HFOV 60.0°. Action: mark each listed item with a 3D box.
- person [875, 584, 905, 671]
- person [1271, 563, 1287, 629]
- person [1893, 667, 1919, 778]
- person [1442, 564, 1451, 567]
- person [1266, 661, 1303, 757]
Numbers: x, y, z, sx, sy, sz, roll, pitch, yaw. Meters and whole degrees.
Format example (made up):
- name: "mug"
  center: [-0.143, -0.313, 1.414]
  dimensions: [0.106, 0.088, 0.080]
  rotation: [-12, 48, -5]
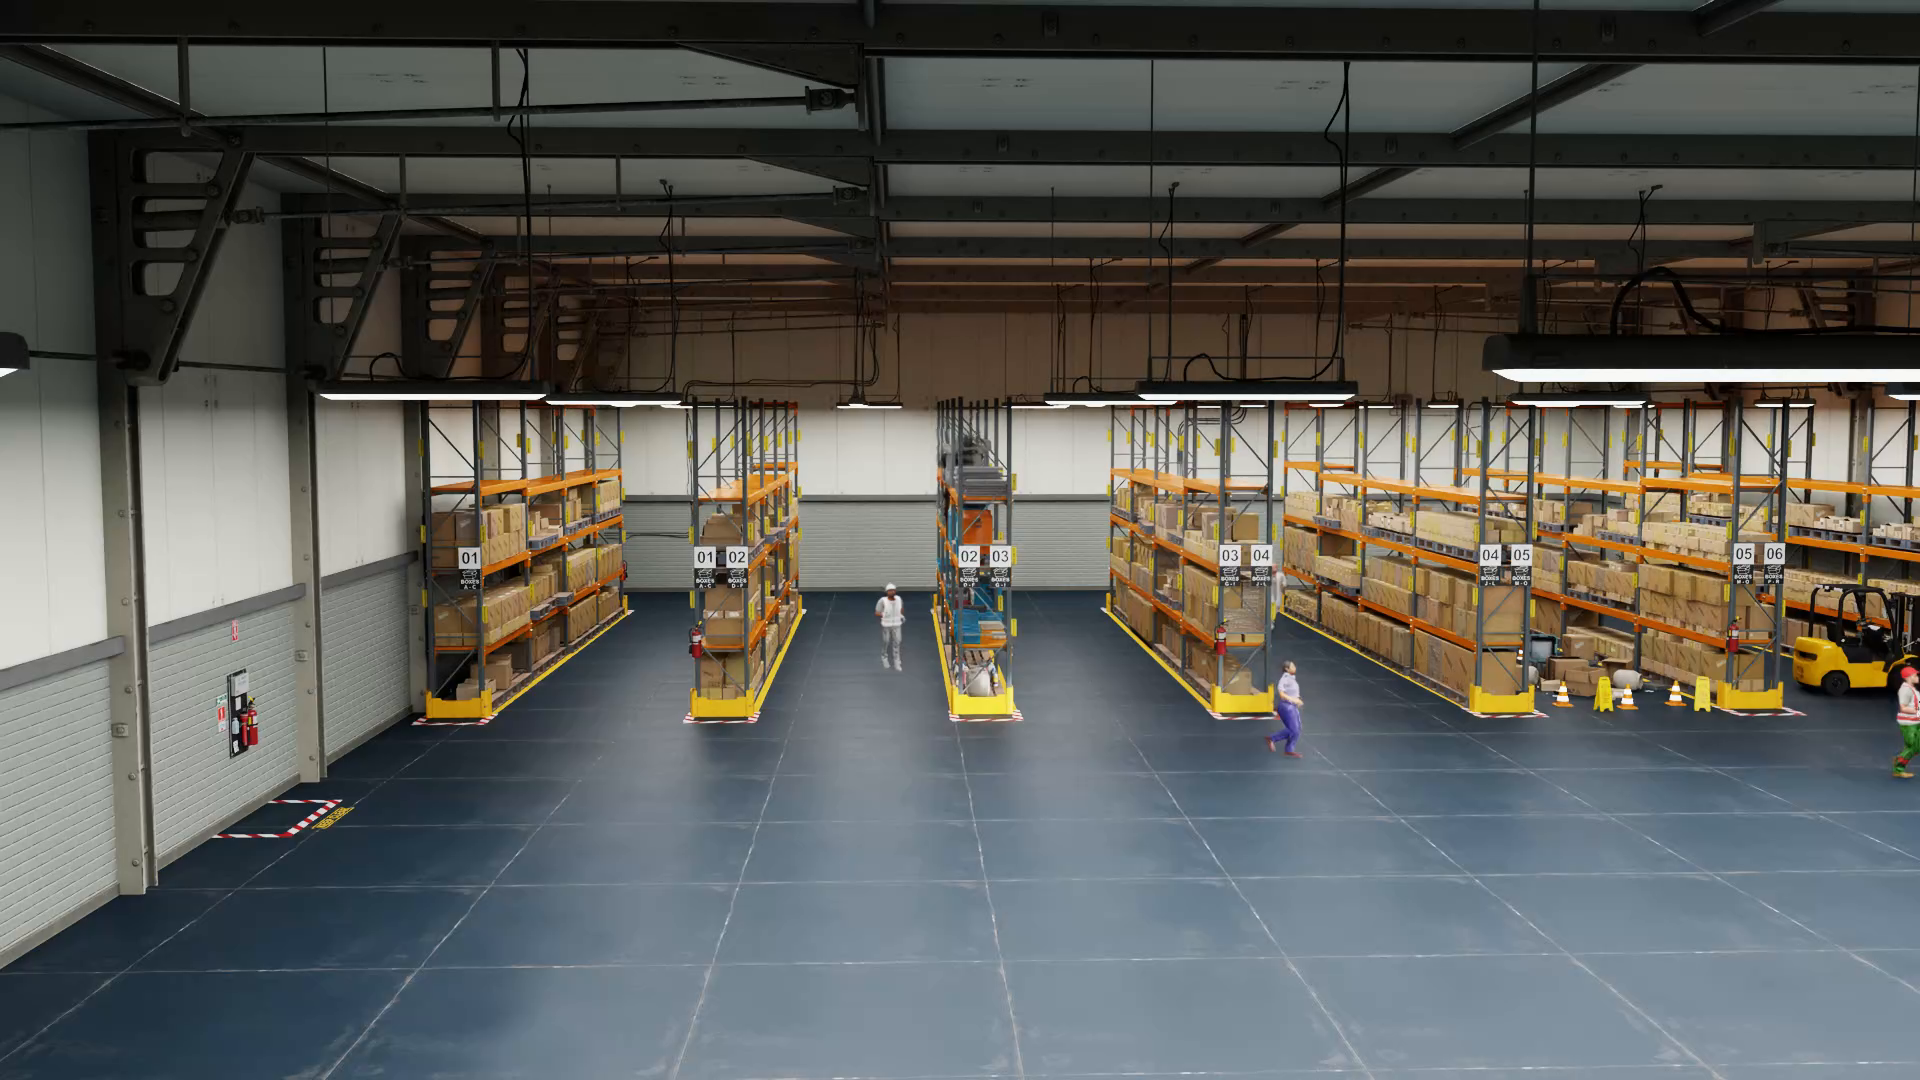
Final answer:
- name: "person"
  center: [-1.441, 1.832, 34.935]
  dimensions: [0.684, 1.821, 0.911]
  rotation: [-1, 5, -18]
- name: "person"
  center: [8.202, 1.506, 43.376]
  dimensions: [0.670, 1.818, 0.783]
  rotation: [0, 4, 0]
- name: "person"
  center: [14.849, 2.843, 25.859]
  dimensions: [0.582, 1.740, 0.639]
  rotation: [4, 6, 42]
- name: "person"
  center: [14.513, 1.083, 49.306]
  dimensions: [0.672, 1.675, 0.759]
  rotation: [1, 4, 9]
- name: "person"
  center: [5.399, 2.793, 27.581]
  dimensions: [0.608, 1.603, 0.607]
  rotation: [2, 5, 19]
